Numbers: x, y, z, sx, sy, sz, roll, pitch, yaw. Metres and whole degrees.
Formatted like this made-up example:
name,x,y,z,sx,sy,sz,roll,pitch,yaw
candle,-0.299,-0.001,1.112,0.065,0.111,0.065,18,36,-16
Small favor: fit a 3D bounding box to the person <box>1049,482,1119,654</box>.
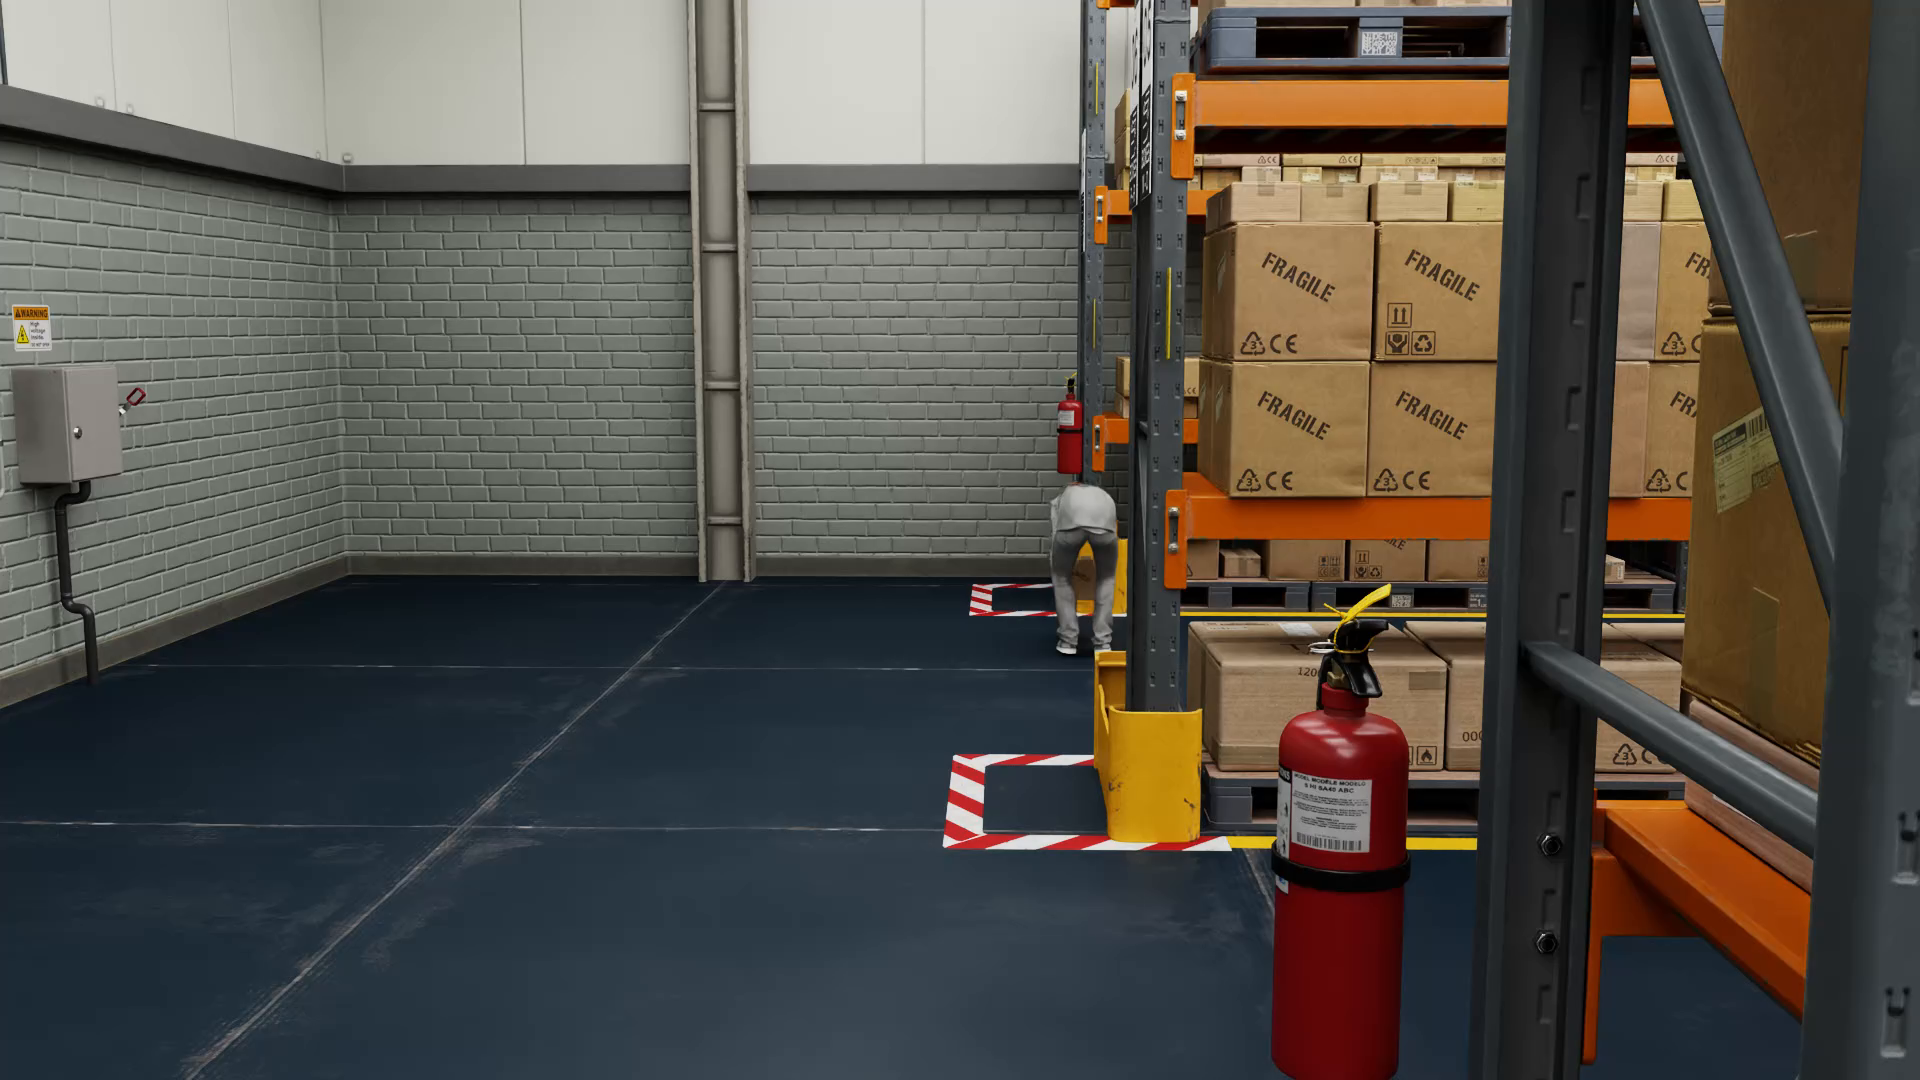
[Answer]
name,x,y,z,sx,sy,sz,roll,pitch,yaw
person,0.732,0.154,9.946,0.391,1.001,0.871,0,7,-1
